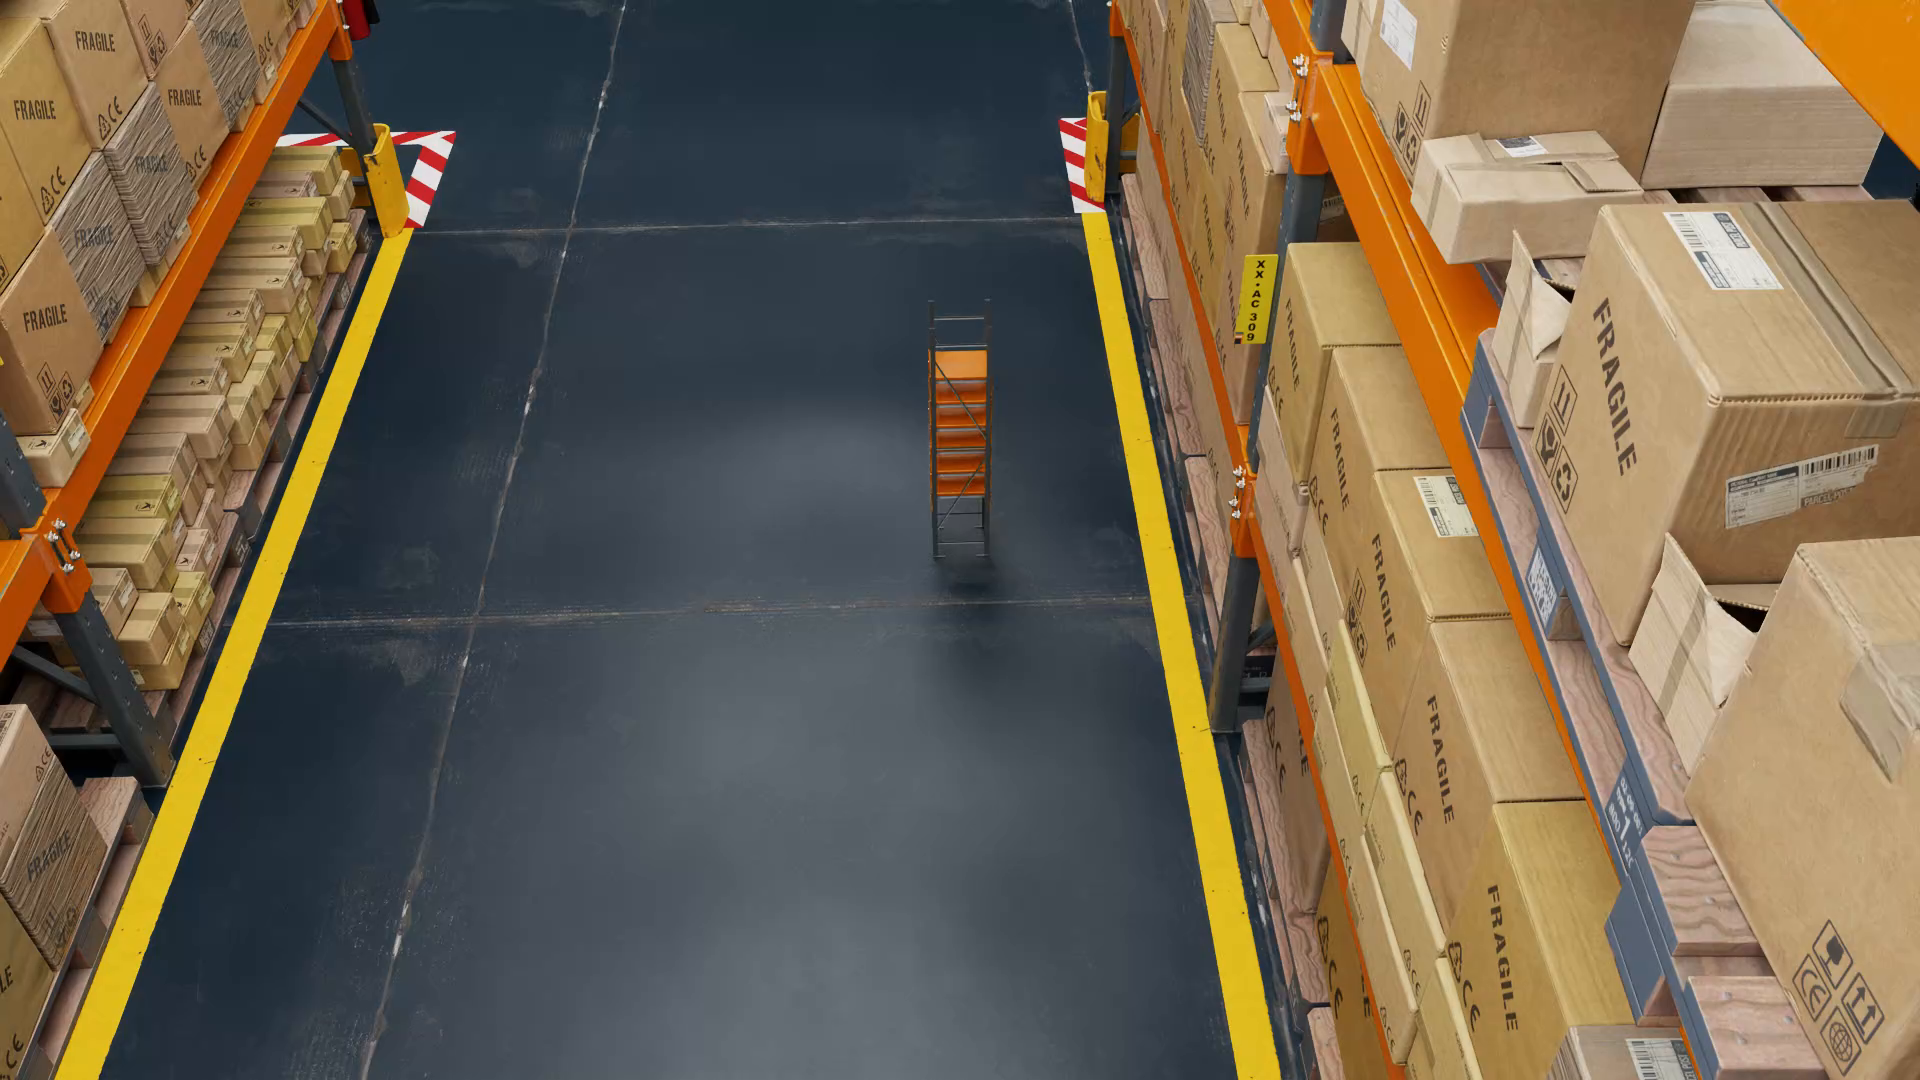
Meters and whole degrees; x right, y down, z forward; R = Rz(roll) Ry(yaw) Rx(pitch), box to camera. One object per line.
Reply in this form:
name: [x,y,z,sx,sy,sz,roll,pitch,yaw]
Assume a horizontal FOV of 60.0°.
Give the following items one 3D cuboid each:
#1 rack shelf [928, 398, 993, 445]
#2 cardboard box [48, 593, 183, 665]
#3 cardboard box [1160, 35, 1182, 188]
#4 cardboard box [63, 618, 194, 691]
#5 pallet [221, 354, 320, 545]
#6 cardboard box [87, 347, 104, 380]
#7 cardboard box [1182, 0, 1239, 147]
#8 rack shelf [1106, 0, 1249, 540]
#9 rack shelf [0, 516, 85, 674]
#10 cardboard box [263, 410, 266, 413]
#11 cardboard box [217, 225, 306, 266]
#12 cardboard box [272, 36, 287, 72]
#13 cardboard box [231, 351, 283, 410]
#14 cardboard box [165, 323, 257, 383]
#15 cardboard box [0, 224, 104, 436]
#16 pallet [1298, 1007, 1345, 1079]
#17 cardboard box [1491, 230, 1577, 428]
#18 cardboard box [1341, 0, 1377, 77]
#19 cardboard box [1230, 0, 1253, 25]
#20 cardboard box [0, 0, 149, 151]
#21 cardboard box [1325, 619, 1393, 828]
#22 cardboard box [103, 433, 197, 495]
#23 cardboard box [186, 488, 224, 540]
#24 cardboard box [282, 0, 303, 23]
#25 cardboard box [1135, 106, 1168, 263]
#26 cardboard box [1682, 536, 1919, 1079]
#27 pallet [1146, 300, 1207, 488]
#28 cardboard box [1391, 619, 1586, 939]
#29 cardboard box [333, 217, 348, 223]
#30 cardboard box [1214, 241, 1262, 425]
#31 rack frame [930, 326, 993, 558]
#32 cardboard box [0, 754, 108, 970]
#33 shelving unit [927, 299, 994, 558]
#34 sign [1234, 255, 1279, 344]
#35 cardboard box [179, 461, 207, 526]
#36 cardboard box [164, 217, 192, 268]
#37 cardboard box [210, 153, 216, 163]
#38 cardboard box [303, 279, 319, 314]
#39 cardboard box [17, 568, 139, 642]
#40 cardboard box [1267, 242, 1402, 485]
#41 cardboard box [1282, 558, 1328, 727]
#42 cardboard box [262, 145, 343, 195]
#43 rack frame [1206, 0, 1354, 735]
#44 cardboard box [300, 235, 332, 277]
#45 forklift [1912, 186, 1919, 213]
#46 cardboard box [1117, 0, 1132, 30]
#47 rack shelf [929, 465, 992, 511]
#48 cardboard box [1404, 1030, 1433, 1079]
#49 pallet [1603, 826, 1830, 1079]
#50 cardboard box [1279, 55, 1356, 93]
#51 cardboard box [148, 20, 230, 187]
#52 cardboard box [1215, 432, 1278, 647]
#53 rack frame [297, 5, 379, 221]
rack shelf: [0.001,-0.488,6.783,0.258,0.103,0.180,-2,43,-2]
cardboard box: [-3.169,0.333,6.246,0.380,0.149,0.250,0,43,0]
cardboard box: [1.123,-1.792,6.911,0.500,0.500,0.500,0,43,0]
cardboard box: [-3.168,0.442,6.347,0.380,0.149,0.250,-3,43,-4]
pallet: [-3.592,-0.449,7.584,1.003,0.211,1.213,-2,43,-2]
cardboard box: [-3.307,-0.658,5.934,0.380,0.149,0.250,-3,43,-4]
cardboard box: [1.128,-1.812,6.193,0.500,0.500,0.500,-1,43,-1]
rack shelf: [1.383,-1.495,7.193,1.077,0.370,4.000,-2,43,-2]
rack shelf: [-3.388,1.416,4.018,1.077,0.370,4.000,-2,43,-2]
cardboard box: [-3.351,-0.608,7.493,0.380,0.149,0.250,-1,43,-1]
cardboard box: [-3.328,-1.354,7.866,0.380,0.149,0.250,-3,43,-4]
cardboard box: [-3.348,-2.257,7.679,0.380,0.149,0.250,-2,43,-2]
cardboard box: [-3.245,-0.706,7.380,0.380,0.149,0.250,-1,43,-1]
cardboard box: [-3.321,-0.817,7.280,0.380,0.149,0.250,-1,43,-2]
cardboard box: [-3.242,-0.687,5.486,0.500,0.500,0.500,-2,43,-3]
pallet: [1.631,1.963,4.953,1.003,0.211,1.213,-2,43,-2]
cardboard box: [1.196,-0.377,3.010,0.396,0.266,0.258,2,43,2]
cardboard box: [1.140,-1.273,3.987,0.396,0.266,0.258,-2,43,-2]
cardboard box: [1.158,-1.941,5.854,0.380,0.149,0.250,-2,43,-2]
cardboard box: [-3.276,-1.717,5.869,0.500,0.500,0.500,-1,43,-1]
cardboard box: [1.250,0.459,4.270,0.500,0.250,0.500,-1,43,-1]
cardboard box: [-3.327,-0.293,6.709,0.380,0.149,0.250,-3,43,-3]
cardboard box: [-3.302,-0.074,6.910,0.380,0.149,0.250,-2,43,-3]
cardboard box: [-3.367,-2.750,7.736,0.500,0.500,0.500,-1,43,-1]
cardboard box: [1.426,-1.878,8.664,0.875,0.438,0.875,-3,43,-3]
cardboard box: [1.406,0.330,2.065,0.700,0.500,0.500,-4,43,-4]
pallet: [1.459,-0.723,7.882,1.003,0.211,1.213,-2,43,-2]
cardboard box: [1.296,0.520,3.648,0.500,0.500,0.500,-2,43,-2]
cardboard box: [-3.412,-1.654,8.634,0.380,0.149,0.250,-1,43,-1]
cardboard box: [1.193,-0.752,5.777,0.500,0.500,0.500,-1,43,-1]
rack frame: [0.005,-0.371,6.767,0.240,1.200,0.006,-2,43,-2]
cardboard box: [-3.190,1.060,5.413,0.500,0.500,0.500,-2,43,-3]
shelving unit: [0.001,-0.433,6.834,0.258,1.200,0.189,-2,43,-2]
sign: [0.914,-0.741,5.139,0.100,0.325,0.005,-2,43,-2]
cardboard box: [-3.324,-0.181,6.806,0.380,0.149,0.250,-4,43,-4]
cardboard box: [-3.263,-1.195,6.520,0.380,0.149,0.250,0,43,0]
cardboard box: [-3.380,-1.723,7.096,0.380,0.149,0.250,-3,43,-4]
cardboard box: [-3.351,-1.136,8.069,0.380,0.149,0.250,-1,43,-1]
cardboard box: [-3.281,0.239,6.128,0.380,0.149,0.250,0,43,0]
cardboard box: [1.200,-0.510,4.772,0.500,0.500,0.500,-1,43,-1]
cardboard box: [1.247,0.300,4.814,0.500,0.250,0.500,-3,43,-3]
cardboard box: [-3.367,-1.873,8.432,0.380,0.149,0.250,-1,43,-1]
rack frame: [1.468,-0.410,5.477,1.000,3.000,0.127,-2,43,-2]
cardboard box: [-3.311,-1.414,8.152,0.380,0.149,0.250,-3,43,-4]
forklift: [3.752,-0.369,5.483,1.130,2.935,3.031,-8,43,-9]
cardboard box: [1.032,-2.815,8.027,0.500,0.500,0.500,-2,43,-2]
rack shelf: [0.001,-0.223,7.026,0.258,0.103,0.180,-2,43,-2]
cardboard box: [1.315,1.327,3.693,0.500,0.250,0.500,-2,43,-2]
pallet: [1.558,0.821,2.054,1.213,0.211,1.003,0,43,0]
cardboard box: [1.234,-1.434,5.301,0.380,0.149,0.250,-1,43,-1]
cardboard box: [-3.308,-1.723,6.616,0.500,0.500,0.500,0,43,0]
cardboard box: [1.549,-0.047,6.667,0.875,0.438,0.875,-2,43,-2]
rack frame: [-3.643,-2.900,8.194,1.000,3.000,0.127,-2,43,-2]
